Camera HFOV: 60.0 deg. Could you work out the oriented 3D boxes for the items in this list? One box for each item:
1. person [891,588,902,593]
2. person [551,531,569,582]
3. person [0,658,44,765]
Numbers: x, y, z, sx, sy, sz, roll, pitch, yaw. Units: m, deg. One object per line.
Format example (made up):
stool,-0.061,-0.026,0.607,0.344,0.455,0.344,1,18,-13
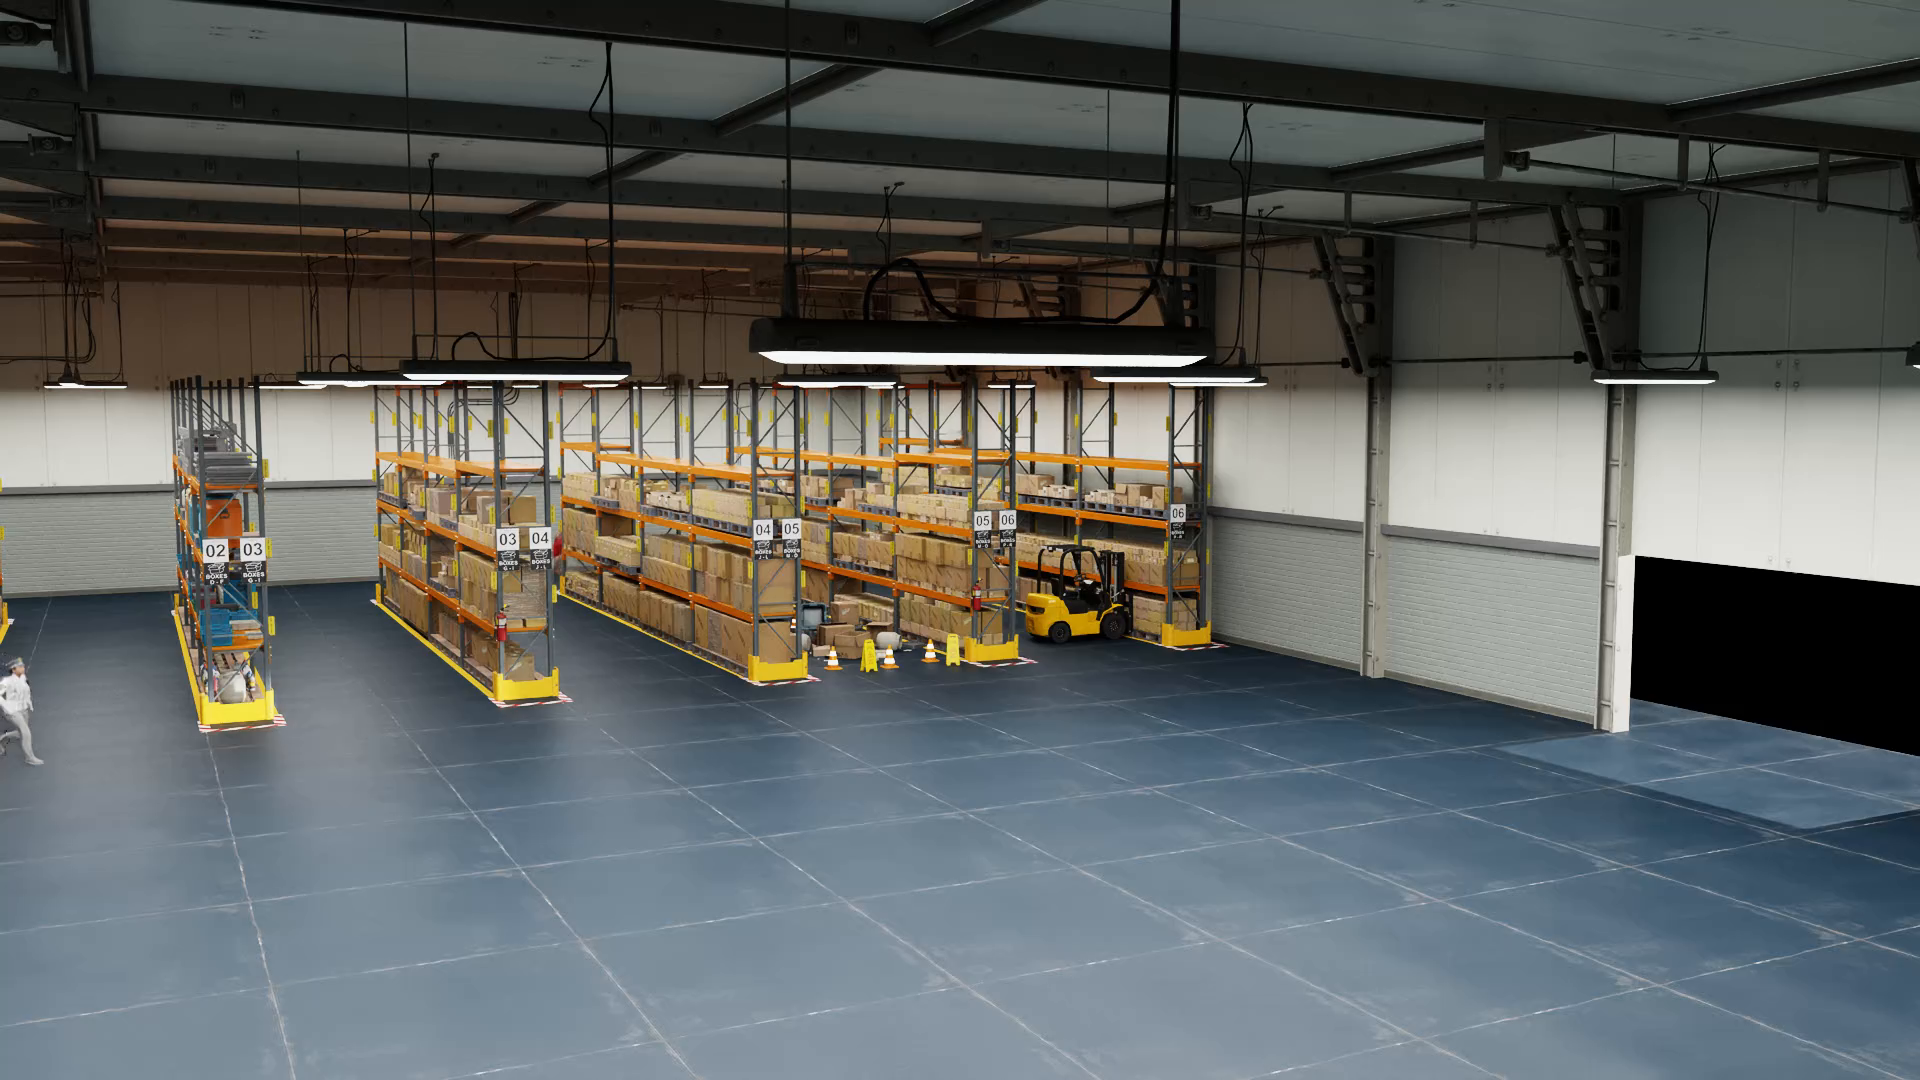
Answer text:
person,-1.810,0.580,45.443,0.596,1.745,0.640,-3,6,-30
person,-11.795,0.575,48.500,0.863,1.680,0.729,-1,5,-14
person,-14.547,2.641,25.558,0.789,1.668,0.643,1,5,6
